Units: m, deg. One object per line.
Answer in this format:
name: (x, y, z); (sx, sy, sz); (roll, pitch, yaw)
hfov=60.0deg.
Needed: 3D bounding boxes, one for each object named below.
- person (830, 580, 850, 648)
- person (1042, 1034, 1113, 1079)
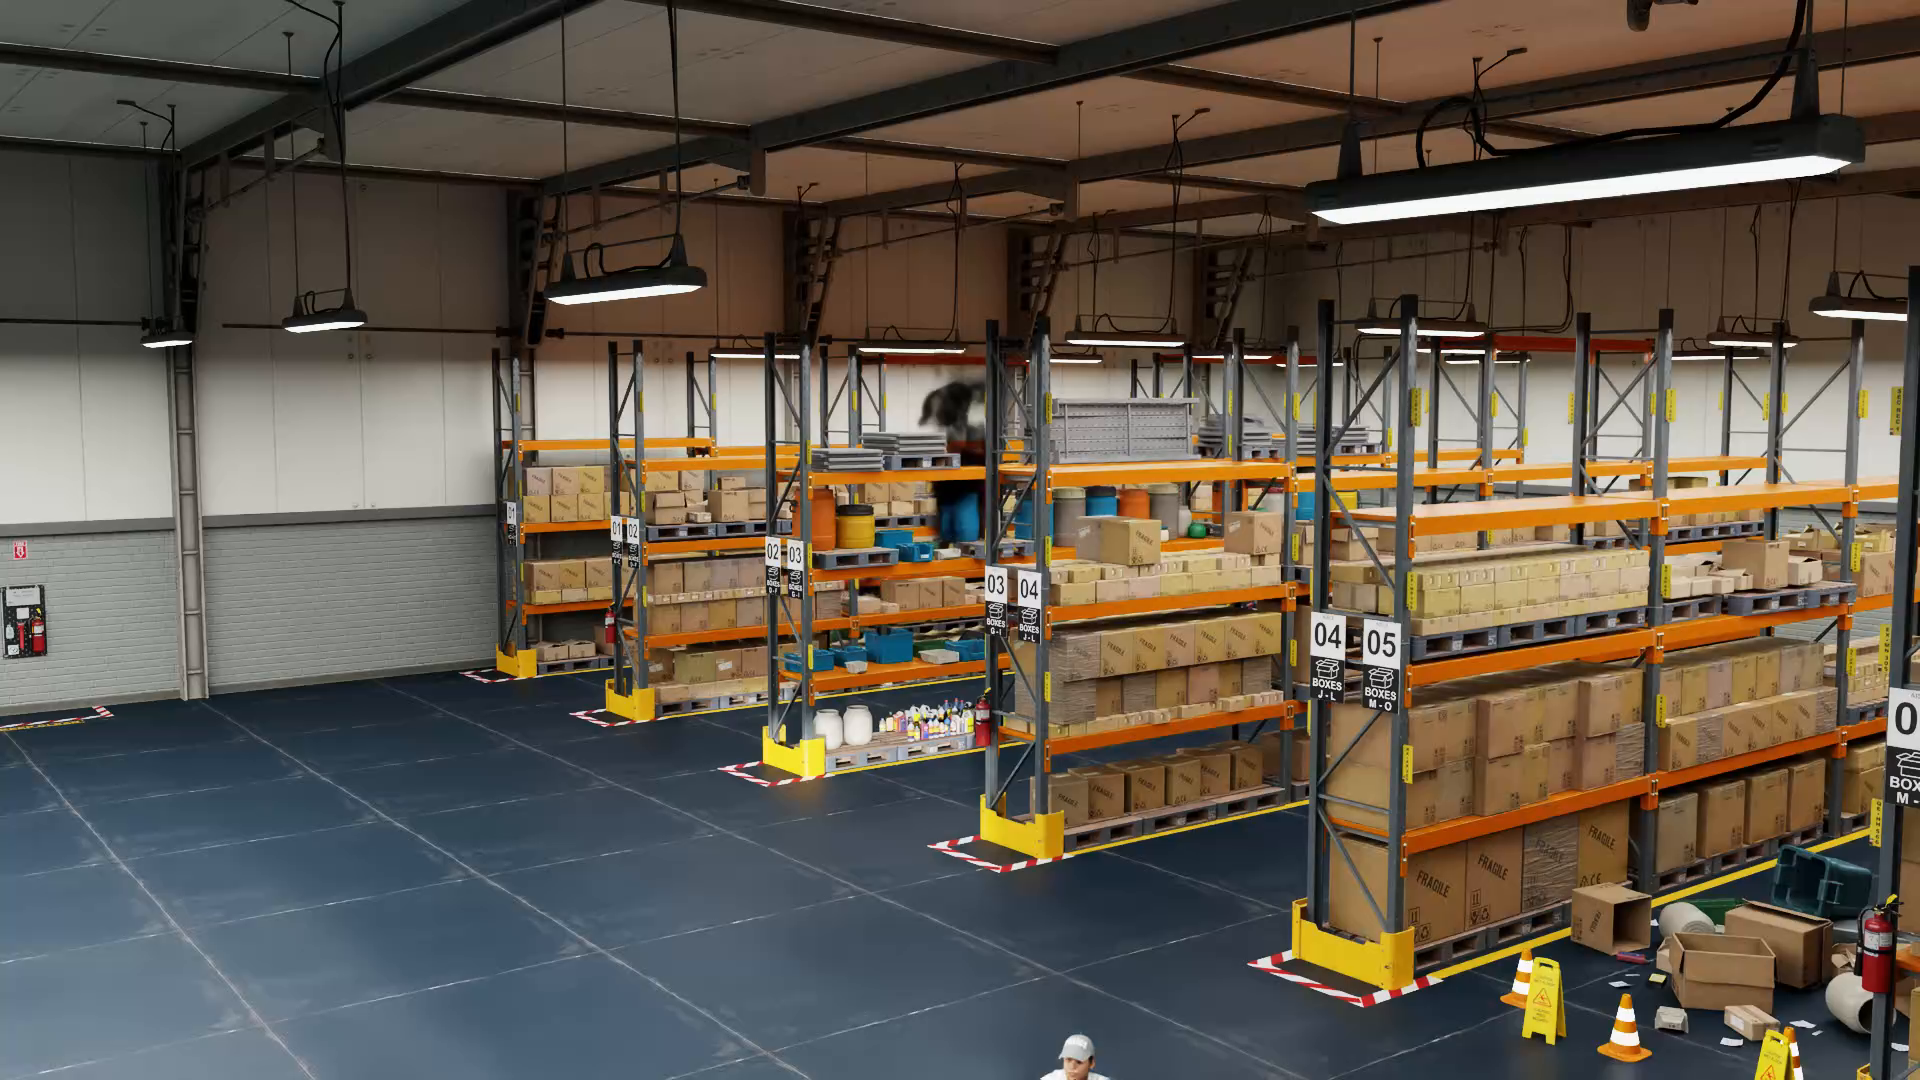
person: (-2.225, 1.558, 31.107); (0.565, 1.809, 0.838); (4, 6, 39)
person: (0.656, 3.542, 9.198); (0.588, 1.634, 0.567); (1, 5, 9)
